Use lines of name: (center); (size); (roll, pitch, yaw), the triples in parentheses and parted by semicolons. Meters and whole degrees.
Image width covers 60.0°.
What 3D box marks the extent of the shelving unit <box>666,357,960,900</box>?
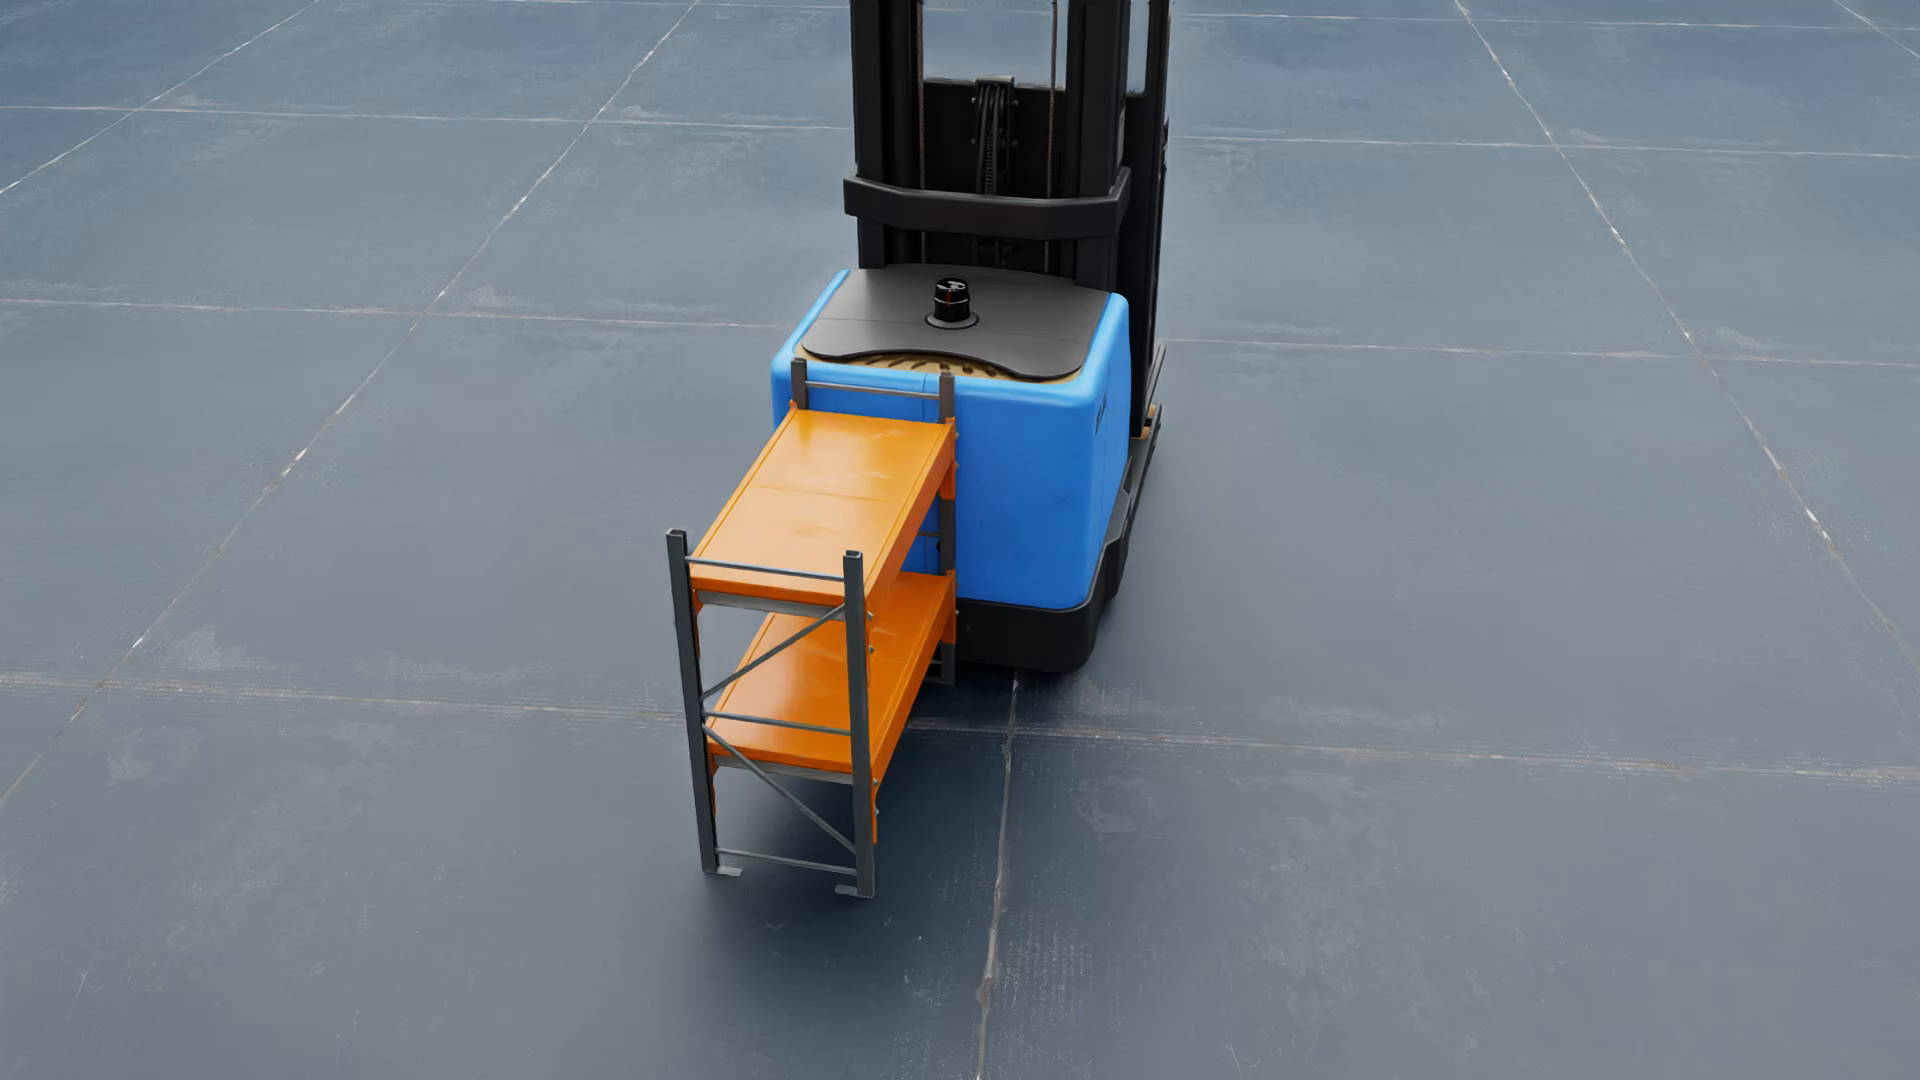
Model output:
shelving unit: (-0.373, 0.225, 4.813); (0.538, 1.125, 1.048); (7, 32, 11)

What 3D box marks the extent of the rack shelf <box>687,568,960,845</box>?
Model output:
rack shelf: (-0.373, 0.433, 4.941); (0.538, 0.278, 1.000); (7, 32, 11)

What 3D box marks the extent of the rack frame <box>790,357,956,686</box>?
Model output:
rack frame: (-0.261, -0.035, 5.235); (0.500, 1.125, 0.032); (7, 32, 11)

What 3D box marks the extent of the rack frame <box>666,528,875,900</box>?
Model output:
rack frame: (-0.484, 0.485, 4.391); (0.500, 1.125, 0.032); (7, 32, 11)

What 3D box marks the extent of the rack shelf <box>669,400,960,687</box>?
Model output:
rack shelf: (-0.373, -0.024, 4.659); (0.538, 0.278, 1.000); (7, 32, 11)

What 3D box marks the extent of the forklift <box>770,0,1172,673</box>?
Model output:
forklift: (0.220, -1.578, 6.017); (1.130, 2.935, 3.031); (7, 32, 11)
